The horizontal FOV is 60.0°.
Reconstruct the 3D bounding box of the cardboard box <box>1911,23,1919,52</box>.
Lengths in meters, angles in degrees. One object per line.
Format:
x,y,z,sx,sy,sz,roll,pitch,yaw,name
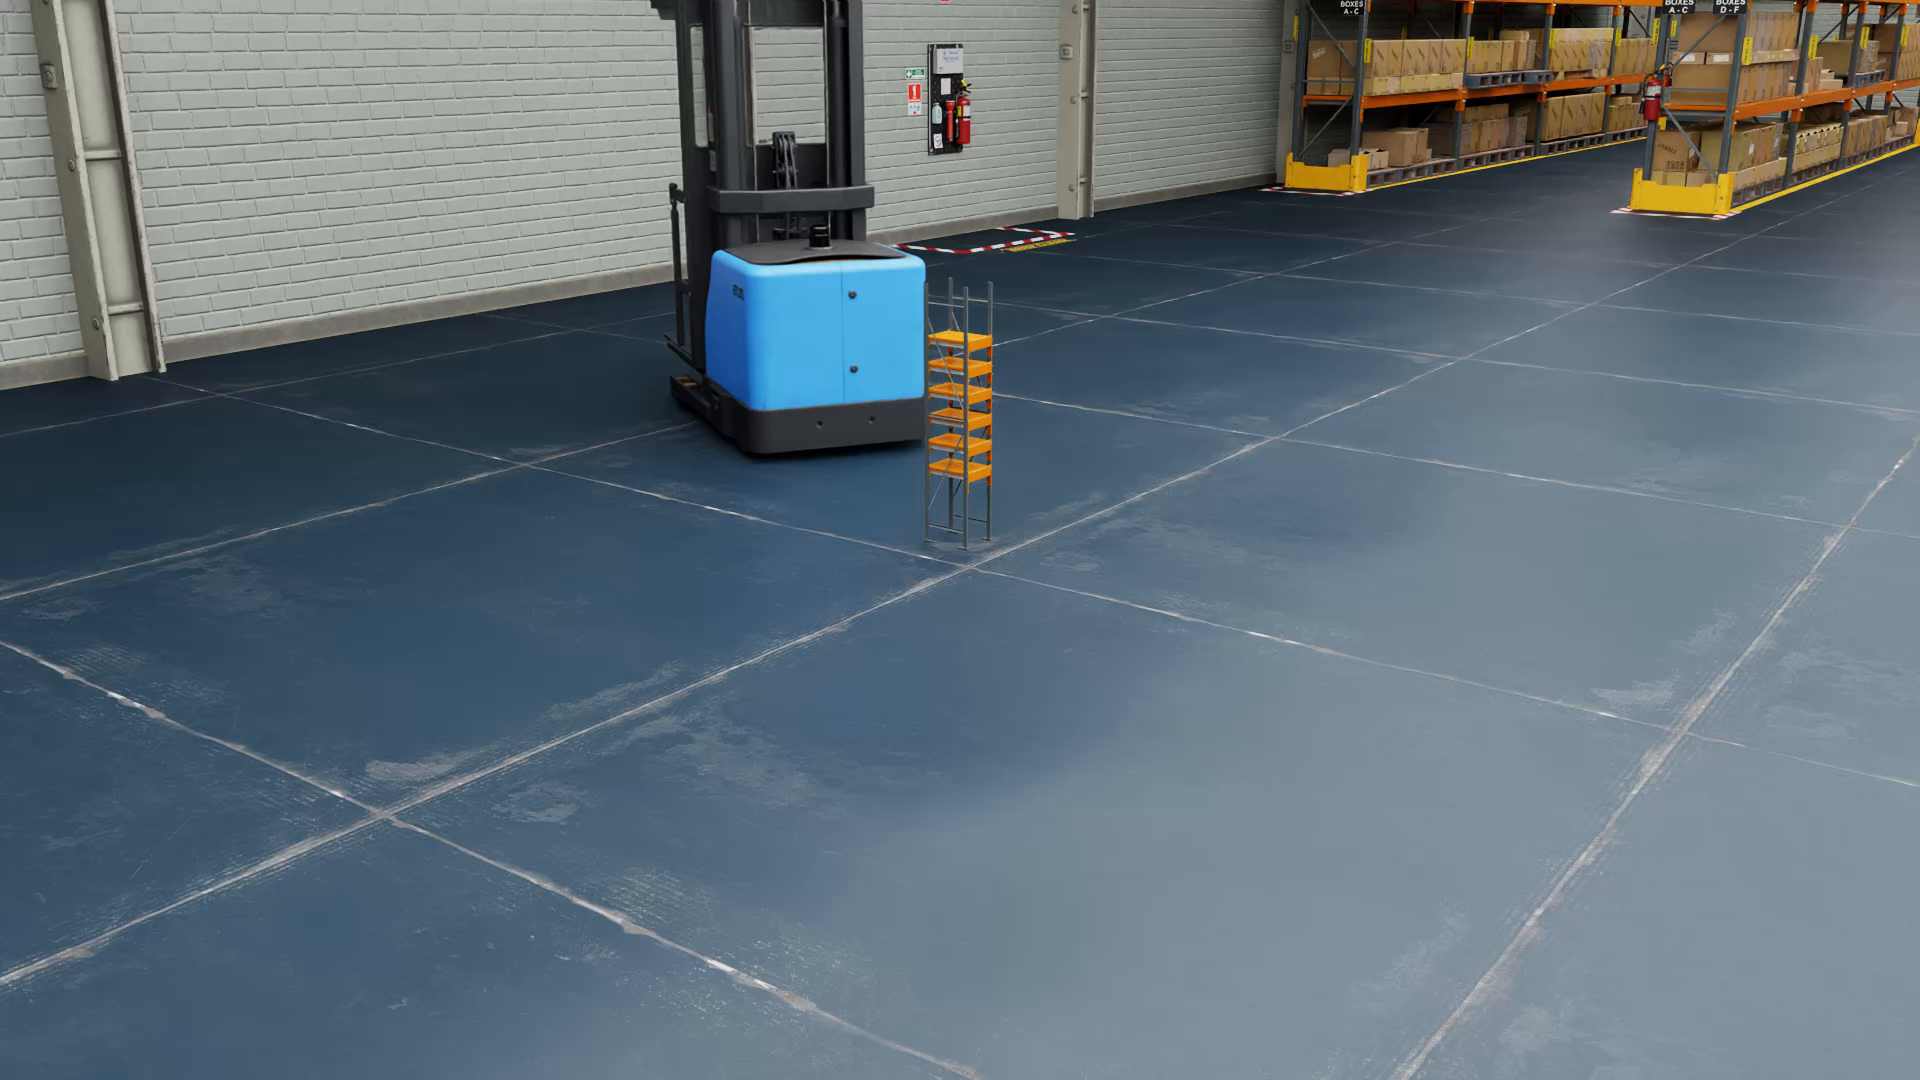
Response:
17.528,-9.364,30.986,0.500,0.500,0.500,12,21,33,cardboard box

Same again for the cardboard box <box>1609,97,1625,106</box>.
13.306,-8.932,33.860,0.380,0.149,0.250,13,22,37,cardboard box

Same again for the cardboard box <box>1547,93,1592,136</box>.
11.617,-8.190,31.975,0.750,0.750,0.750,13,22,36,cardboard box

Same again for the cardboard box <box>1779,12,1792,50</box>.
11.082,-7.066,23.083,0.700,0.500,0.500,12,21,35,cardboard box

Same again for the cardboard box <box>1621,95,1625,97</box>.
13.786,-9.315,35.094,0.380,0.149,0.250,13,21,35,cardboard box

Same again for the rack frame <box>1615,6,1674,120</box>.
14.811,-10.358,36.042,1.000,3.000,0.127,12,21,35,rack frame

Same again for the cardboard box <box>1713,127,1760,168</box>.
10.340,-5.248,22.249,0.500,0.500,0.500,12,21,35,cardboard box

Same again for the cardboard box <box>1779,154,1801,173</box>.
12.081,-5.565,24.536,0.500,0.250,0.500,12,21,33,cardboard box

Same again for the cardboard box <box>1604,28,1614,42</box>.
12.354,-9.807,32.297,0.500,0.250,0.500,13,22,36,cardboard box

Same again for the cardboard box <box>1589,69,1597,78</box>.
12.021,-8.973,31.972,0.380,0.149,0.250,12,21,35,cardboard box

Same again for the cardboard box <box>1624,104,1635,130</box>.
13.565,-8.813,34.573,0.700,0.500,0.500,13,21,36,cardboard box

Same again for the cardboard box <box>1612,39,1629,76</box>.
12.764,-9.675,33.336,0.980,0.700,0.700,13,21,36,cardboard box

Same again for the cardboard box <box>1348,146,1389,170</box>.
6.102,-5.758,25.020,0.500,0.311,0.500,15,22,39,cardboard box

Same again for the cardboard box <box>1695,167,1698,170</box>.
9.628,-4.862,22.270,0.500,0.250,0.500,12,21,35,cardboard box

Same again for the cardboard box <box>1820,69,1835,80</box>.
13.773,-7.457,26.849,0.500,0.311,0.500,14,22,38,cardboard box

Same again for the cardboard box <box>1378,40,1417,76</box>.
6.419,-7.142,24.640,0.500,0.500,0.500,12,21,33,cardboard box

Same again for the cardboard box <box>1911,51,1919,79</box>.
17.835,-9.015,31.547,0.500,0.500,0.500,12,21,34,cardboard box

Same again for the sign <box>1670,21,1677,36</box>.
15.238,-10.925,35.516,0.100,0.325,0.005,12,21,35,sign

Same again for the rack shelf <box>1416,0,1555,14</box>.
8.852,-9.066,28.034,1.077,0.370,4.000,12,21,35,rack shelf

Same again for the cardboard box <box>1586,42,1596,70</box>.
11.753,-9.209,31.637,0.500,0.500,0.500,12,21,35,cardboard box

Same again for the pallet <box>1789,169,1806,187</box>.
12.049,-5.477,25.023,1.003,0.211,1.213,12,21,35,pallet

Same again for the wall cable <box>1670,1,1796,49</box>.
18.468,-13.024,39.747,3.097,2.526,0.112,12,21,35,wall cable

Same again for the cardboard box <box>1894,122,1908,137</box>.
18.075,-7.987,32.300,0.500,0.250,0.500,12,21,35,cardboard box

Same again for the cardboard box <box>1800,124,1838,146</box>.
13.606,-6.441,26.408,0.500,0.311,0.500,12,21,34,cardboard box

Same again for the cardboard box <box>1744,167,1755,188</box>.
10.349,-4.888,22.353,0.500,0.250,0.500,12,21,35,cardboard box

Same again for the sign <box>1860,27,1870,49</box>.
14.472,-8.034,26.605,0.100,0.325,0.005,12,21,35,sign

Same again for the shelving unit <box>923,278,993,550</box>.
-0.009,-0.570,7.555,0.258,1.200,0.189,12,21,35,shelving unit

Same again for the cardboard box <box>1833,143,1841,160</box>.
13.907,-6.298,26.893,0.500,0.250,0.500,13,21,36,cardboard box

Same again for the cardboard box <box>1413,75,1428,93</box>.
6.732,-6.912,25.163,0.500,0.250,0.500,13,21,35,cardboard box

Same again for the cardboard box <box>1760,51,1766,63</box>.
10.430,-6.393,22.011,0.380,0.149,0.250,12,21,34,cardboard box

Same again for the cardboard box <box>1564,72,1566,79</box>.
11.008,-8.632,30.872,0.380,0.149,0.250,13,21,36,cardboard box

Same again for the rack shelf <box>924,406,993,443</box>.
-0.009,-0.527,7.568,0.258,0.103,0.180,12,21,35,rack shelf

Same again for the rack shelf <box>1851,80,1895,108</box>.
15.216,-7.711,28.731,1.077,0.370,4.000,12,21,35,rack shelf

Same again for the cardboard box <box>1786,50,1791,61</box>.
11.348,-6.759,23.190,0.380,0.149,0.250,12,21,33,cardboard box

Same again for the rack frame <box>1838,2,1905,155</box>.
16.408,-8.531,30.158,1.000,3.000,0.127,12,21,35,rack frame

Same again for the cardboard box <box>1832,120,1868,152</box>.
15.136,-6.897,28.369,0.500,0.500,0.500,12,21,34,cardboard box

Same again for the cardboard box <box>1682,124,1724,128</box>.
10.221,-5.459,22.927,0.500,0.500,0.500,12,21,35,cardboard box

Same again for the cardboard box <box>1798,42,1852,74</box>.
14.309,-7.997,27.560,0.700,0.500,0.500,5,18,16,cardboard box

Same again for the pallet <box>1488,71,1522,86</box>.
8.897,-7.883,28.393,1.003,0.211,1.213,12,21,35,pallet

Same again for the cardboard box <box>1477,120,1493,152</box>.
8.690,-6.941,28.511,0.700,0.500,0.500,13,21,35,cardboard box

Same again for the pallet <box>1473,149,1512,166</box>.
8.850,-6.646,28.789,1.003,0.211,1.213,12,21,35,pallet

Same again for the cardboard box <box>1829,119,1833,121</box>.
14.702,-6.982,28.643,0.500,0.500,0.500,12,21,33,cardboard box

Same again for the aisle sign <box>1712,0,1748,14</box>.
9.465,-6.845,20.344,0.394,0.787,0.004,12,21,35,aisle sign

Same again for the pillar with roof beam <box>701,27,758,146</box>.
1.307,-6.113,12.256,9.100,9.000,0.400,12,21,35,pillar with roof beam

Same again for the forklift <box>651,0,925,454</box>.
-1.196,-2.263,10.089,1.130,2.935,3.031,-7,19,-21,forklift

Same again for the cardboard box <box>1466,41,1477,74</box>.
7.991,-7.873,27.129,0.700,0.500,0.500,12,21,35,cardboard box

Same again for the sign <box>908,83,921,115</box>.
-0.491,-4.760,17.953,0.001,0.329,0.234,12,21,35,sign

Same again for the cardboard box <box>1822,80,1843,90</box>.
13.711,-7.195,26.280,0.380,0.149,0.250,12,21,35,cardboard box

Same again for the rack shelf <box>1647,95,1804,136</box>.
10.450,-5.806,22.595,1.077,0.370,4.000,12,21,35,rack shelf

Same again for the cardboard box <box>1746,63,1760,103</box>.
10.156,-6.073,22.073,0.700,0.500,0.500,13,21,35,cardboard box

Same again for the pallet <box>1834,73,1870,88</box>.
14.372,-7.661,27.678,1.213,0.211,1.003,12,21,35,pallet

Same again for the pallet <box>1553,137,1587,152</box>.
11.302,-7.585,31.813,1.003,0.211,1.213,12,21,35,pallet

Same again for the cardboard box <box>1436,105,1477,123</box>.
8.346,-7.158,27.946,0.500,0.250,0.500,12,21,34,cardboard box
